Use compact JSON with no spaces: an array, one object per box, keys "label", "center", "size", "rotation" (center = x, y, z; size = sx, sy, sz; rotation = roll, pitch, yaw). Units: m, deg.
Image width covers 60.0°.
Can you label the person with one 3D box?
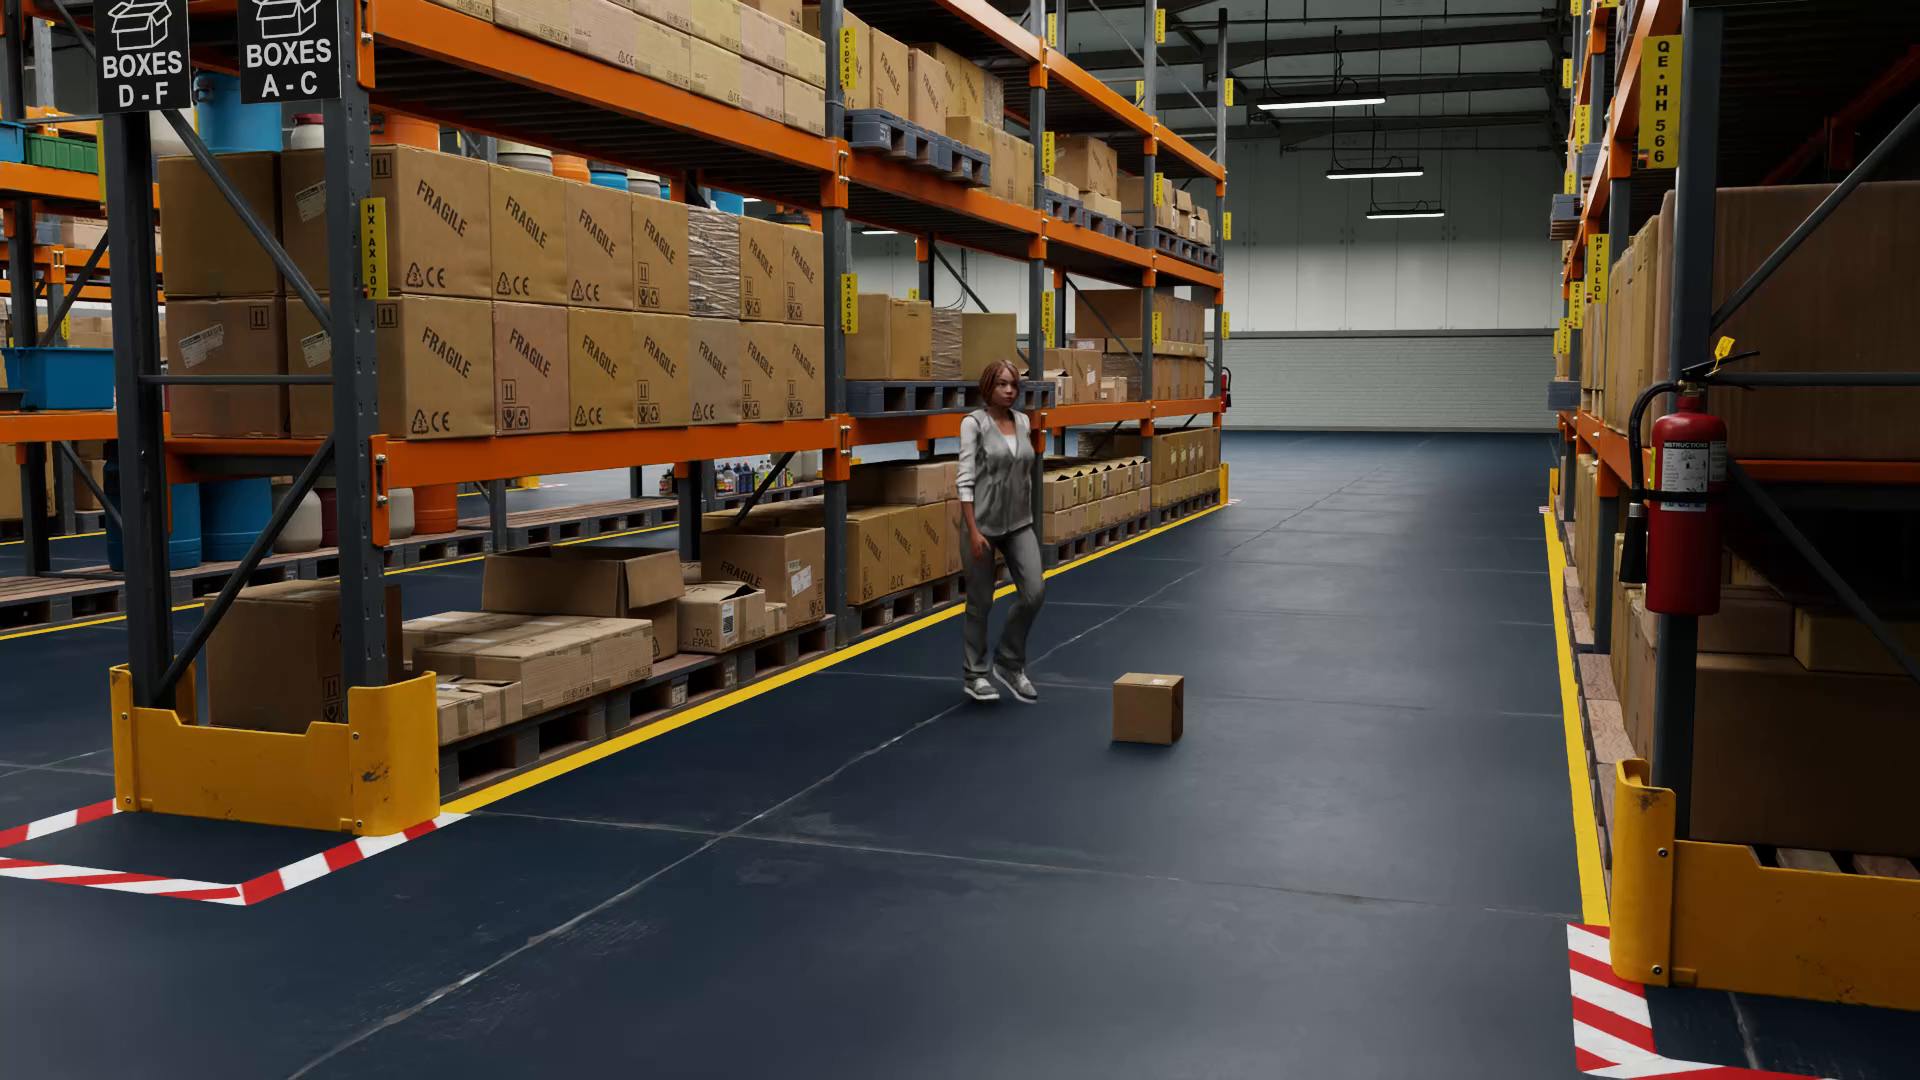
[{"label":"person","center":[0.155,-0.028,7.677],"size":[0.428,1.583,0.476],"rotation":[-3,6,-26]}]
